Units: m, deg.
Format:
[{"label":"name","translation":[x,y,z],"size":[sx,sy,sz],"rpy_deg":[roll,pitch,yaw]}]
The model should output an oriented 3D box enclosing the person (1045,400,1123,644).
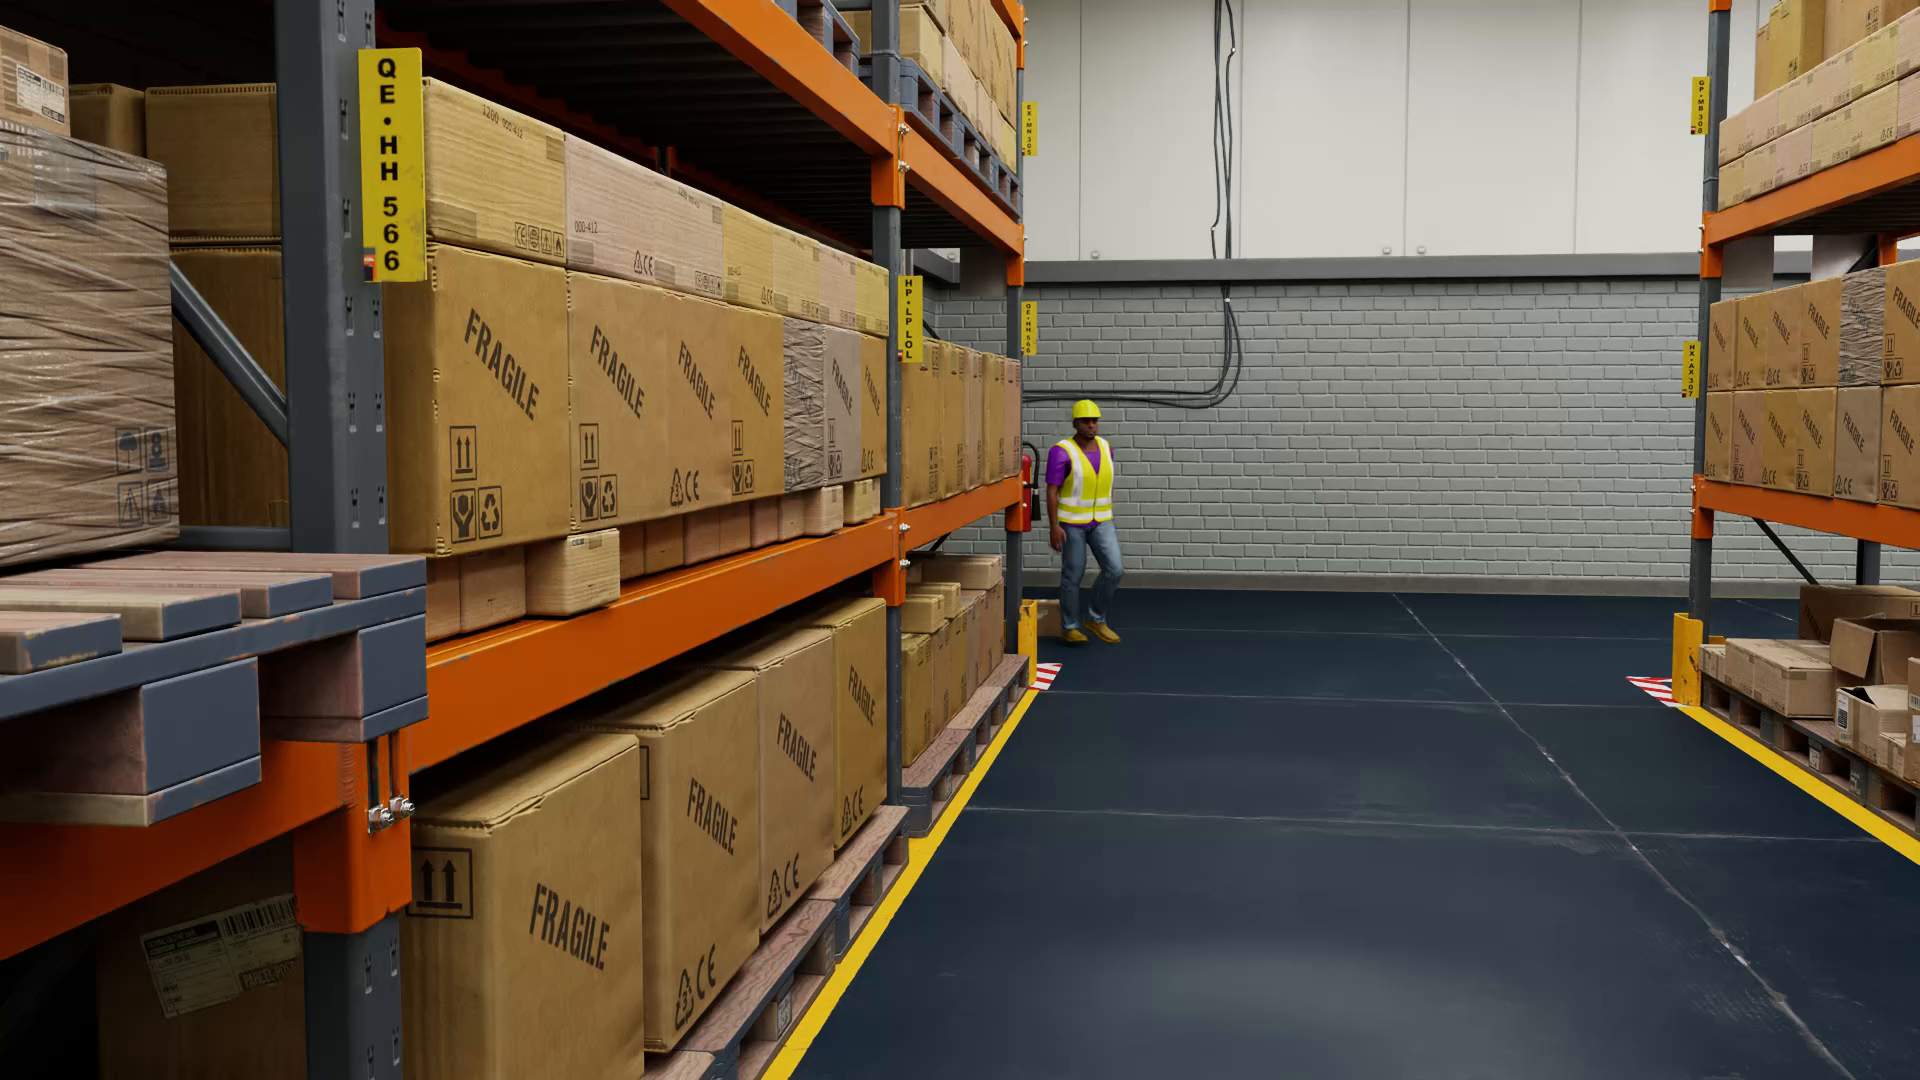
[{"label":"person","translation":[0.870,-0.126,11.874],"size":[0.608,1.743,0.531],"rpy_deg":[-2,5,-24]}]
